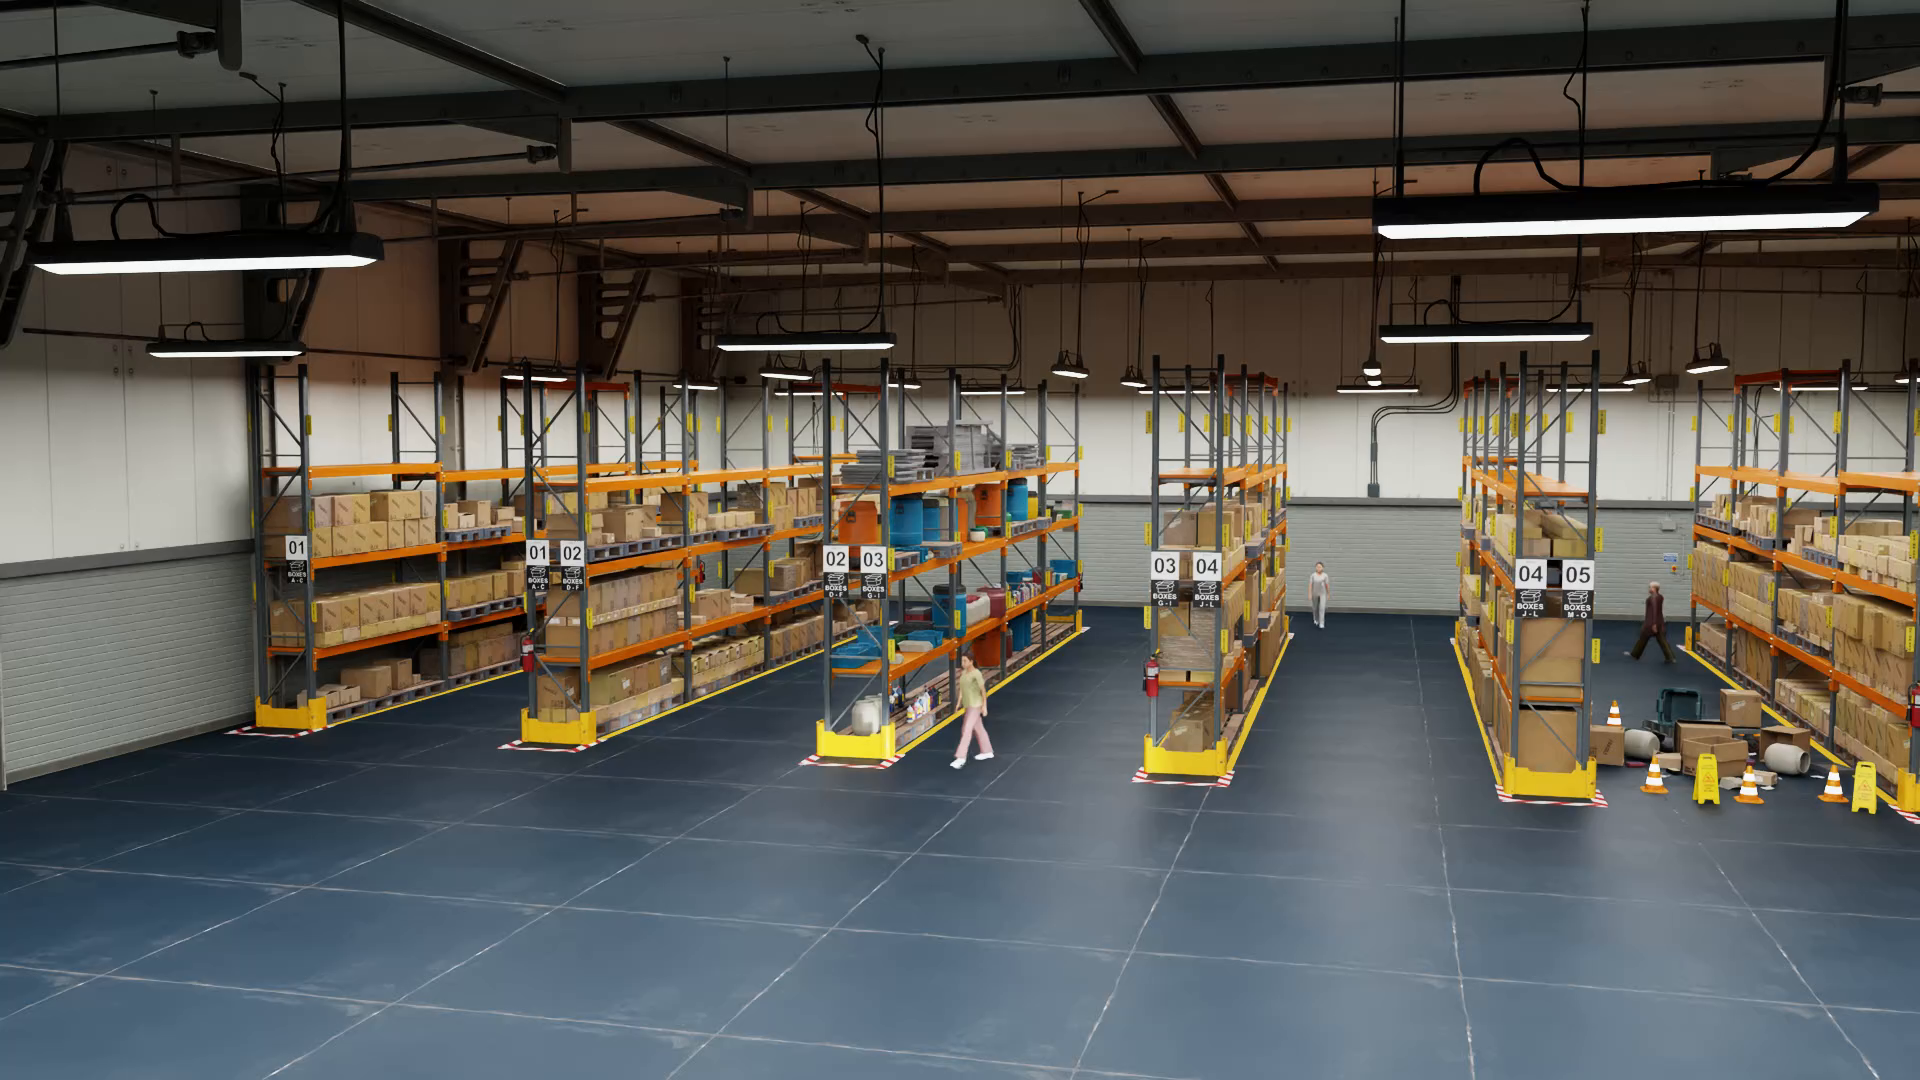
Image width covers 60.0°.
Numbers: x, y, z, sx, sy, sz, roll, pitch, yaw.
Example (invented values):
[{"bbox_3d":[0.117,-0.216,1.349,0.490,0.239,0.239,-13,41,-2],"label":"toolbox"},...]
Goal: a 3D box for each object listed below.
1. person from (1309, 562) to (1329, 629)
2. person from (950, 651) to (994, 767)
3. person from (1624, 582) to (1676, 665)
[{"bbox_3d":[8.869,1.353,41.070,0.514,1.612,1.082,1,4,11],"label":"person"},{"bbox_3d":[0.139,2.471,24.598,0.851,1.650,0.494,-2,4,-27],"label":"person"},{"bbox_3d":[14.495,1.726,34.835,0.529,1.711,1.185,-2,4,-29],"label":"person"}]
